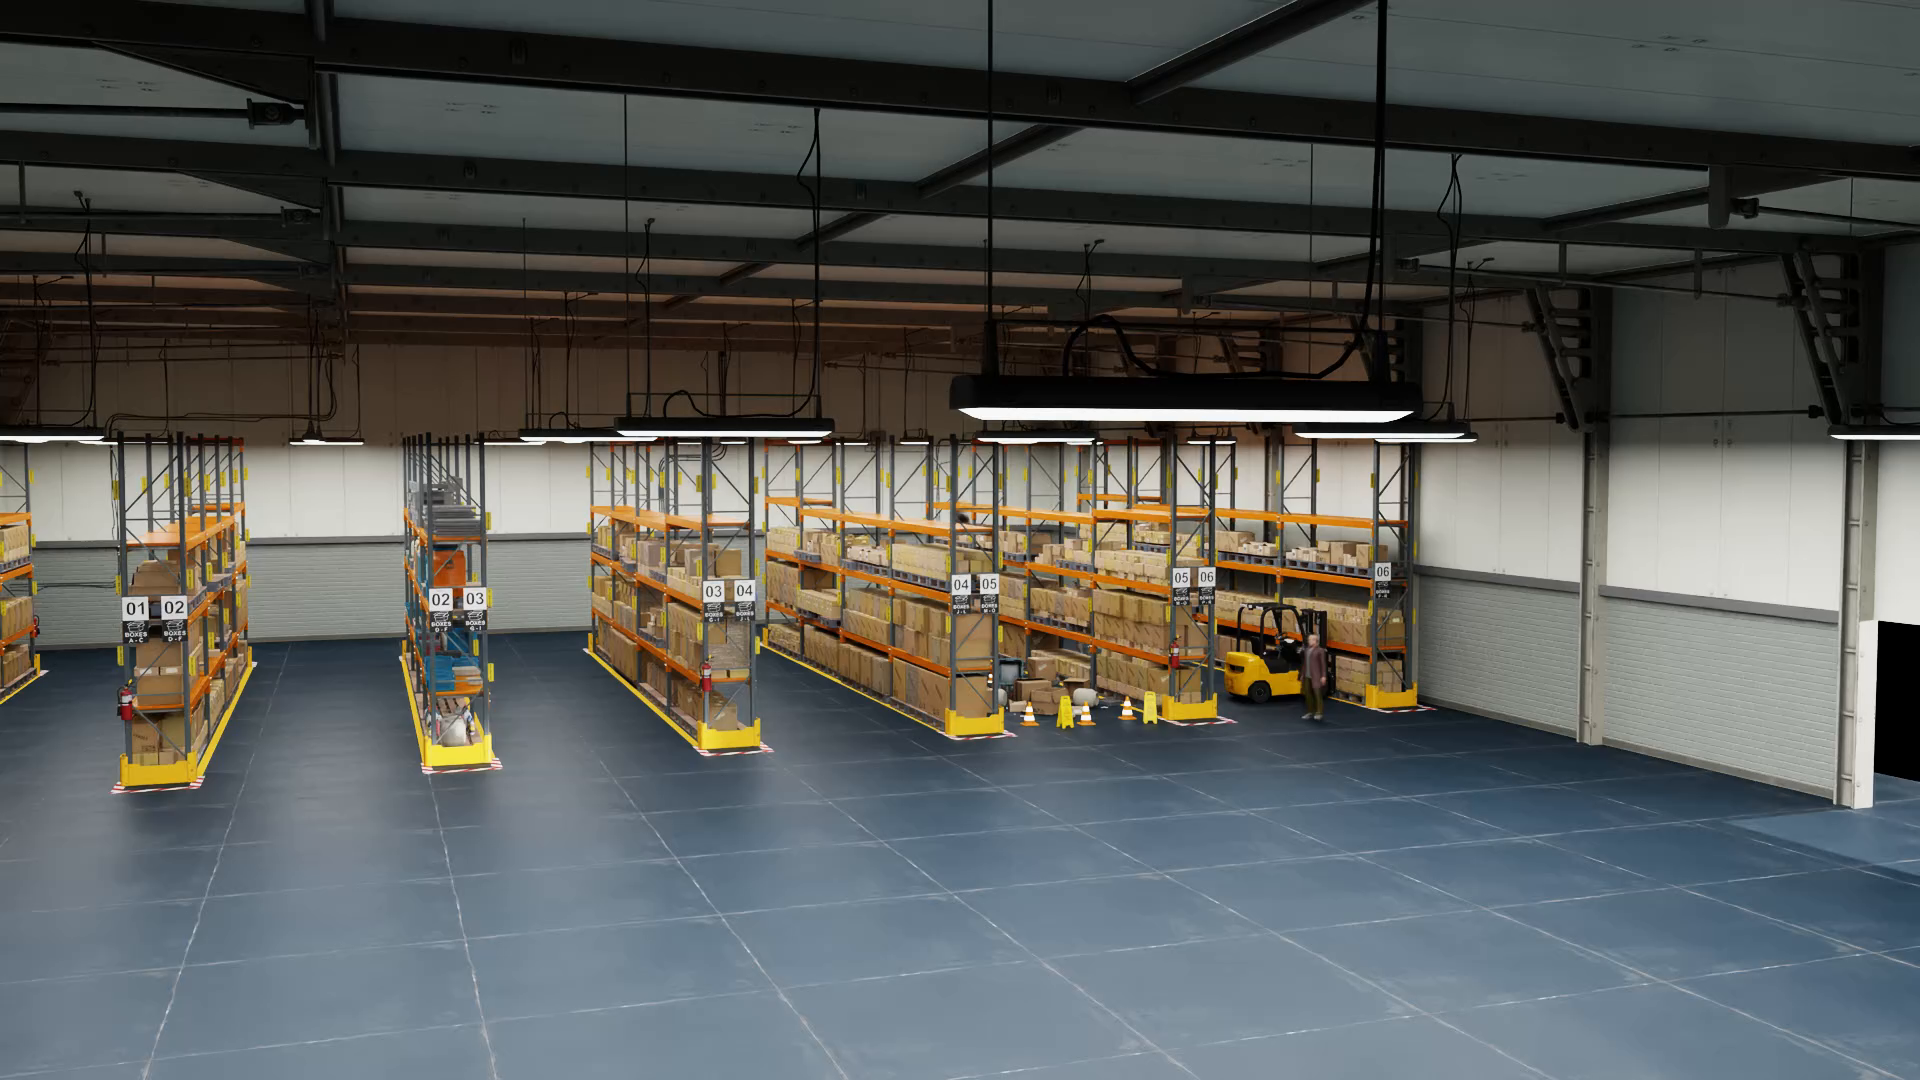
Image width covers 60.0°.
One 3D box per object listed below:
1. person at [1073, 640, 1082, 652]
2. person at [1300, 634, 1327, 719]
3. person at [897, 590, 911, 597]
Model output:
[{"bbox_3d":[3.238,2.304,46.320,0.576,1.758,0.678,-2,4,-30],"label":"person"},{"bbox_3d":[7.455,2.898,35.045,0.399,1.824,0.678,-2,4,-38],"label":"person"},{"bbox_3d":[-1.605,2.007,48.949,0.495,1.676,0.419,1,3,19],"label":"person"}]
